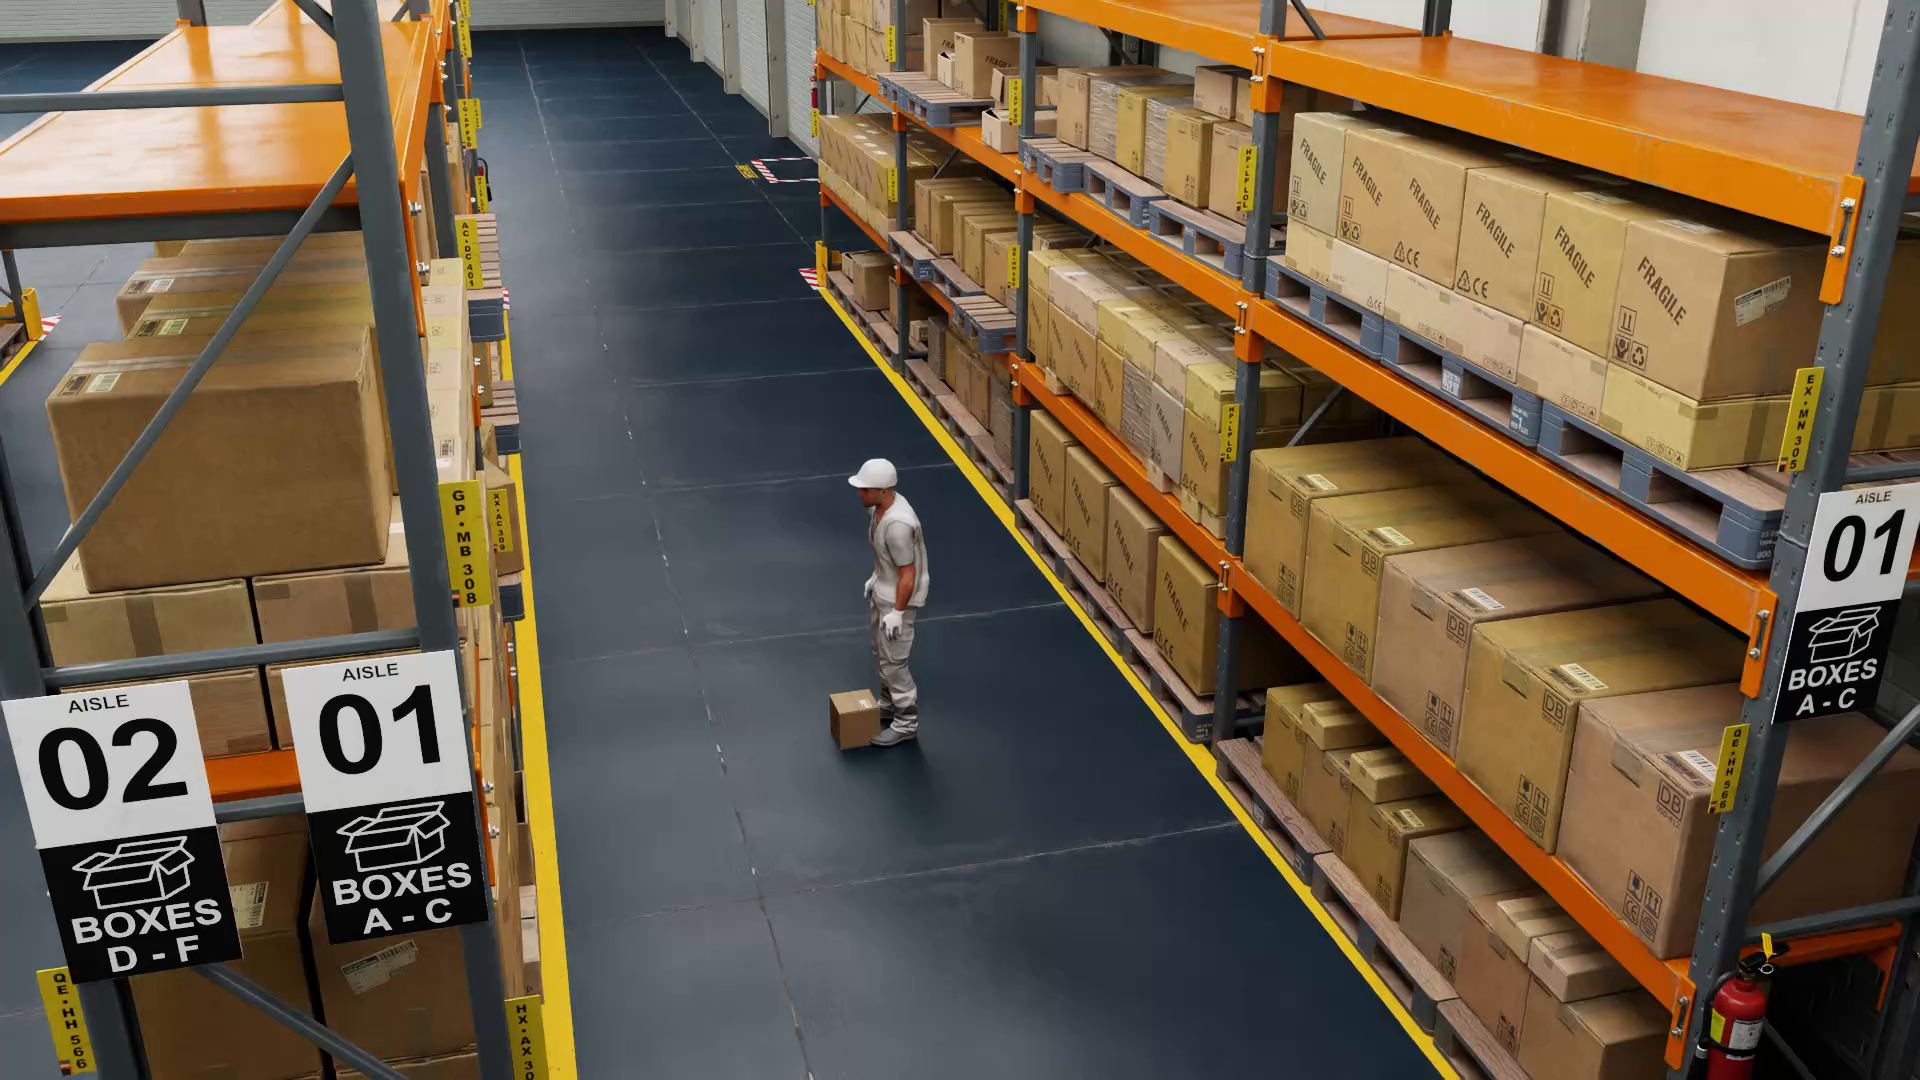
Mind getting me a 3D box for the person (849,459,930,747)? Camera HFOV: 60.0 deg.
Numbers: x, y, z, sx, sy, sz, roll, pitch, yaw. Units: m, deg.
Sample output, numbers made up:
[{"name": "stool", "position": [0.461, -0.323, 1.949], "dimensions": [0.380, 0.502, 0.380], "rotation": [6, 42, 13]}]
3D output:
[{"name": "person", "position": [-0.421, 0.349, 9.813], "dimensions": [0.449, 1.780, 0.607], "rotation": [-6, 23, -14]}]
